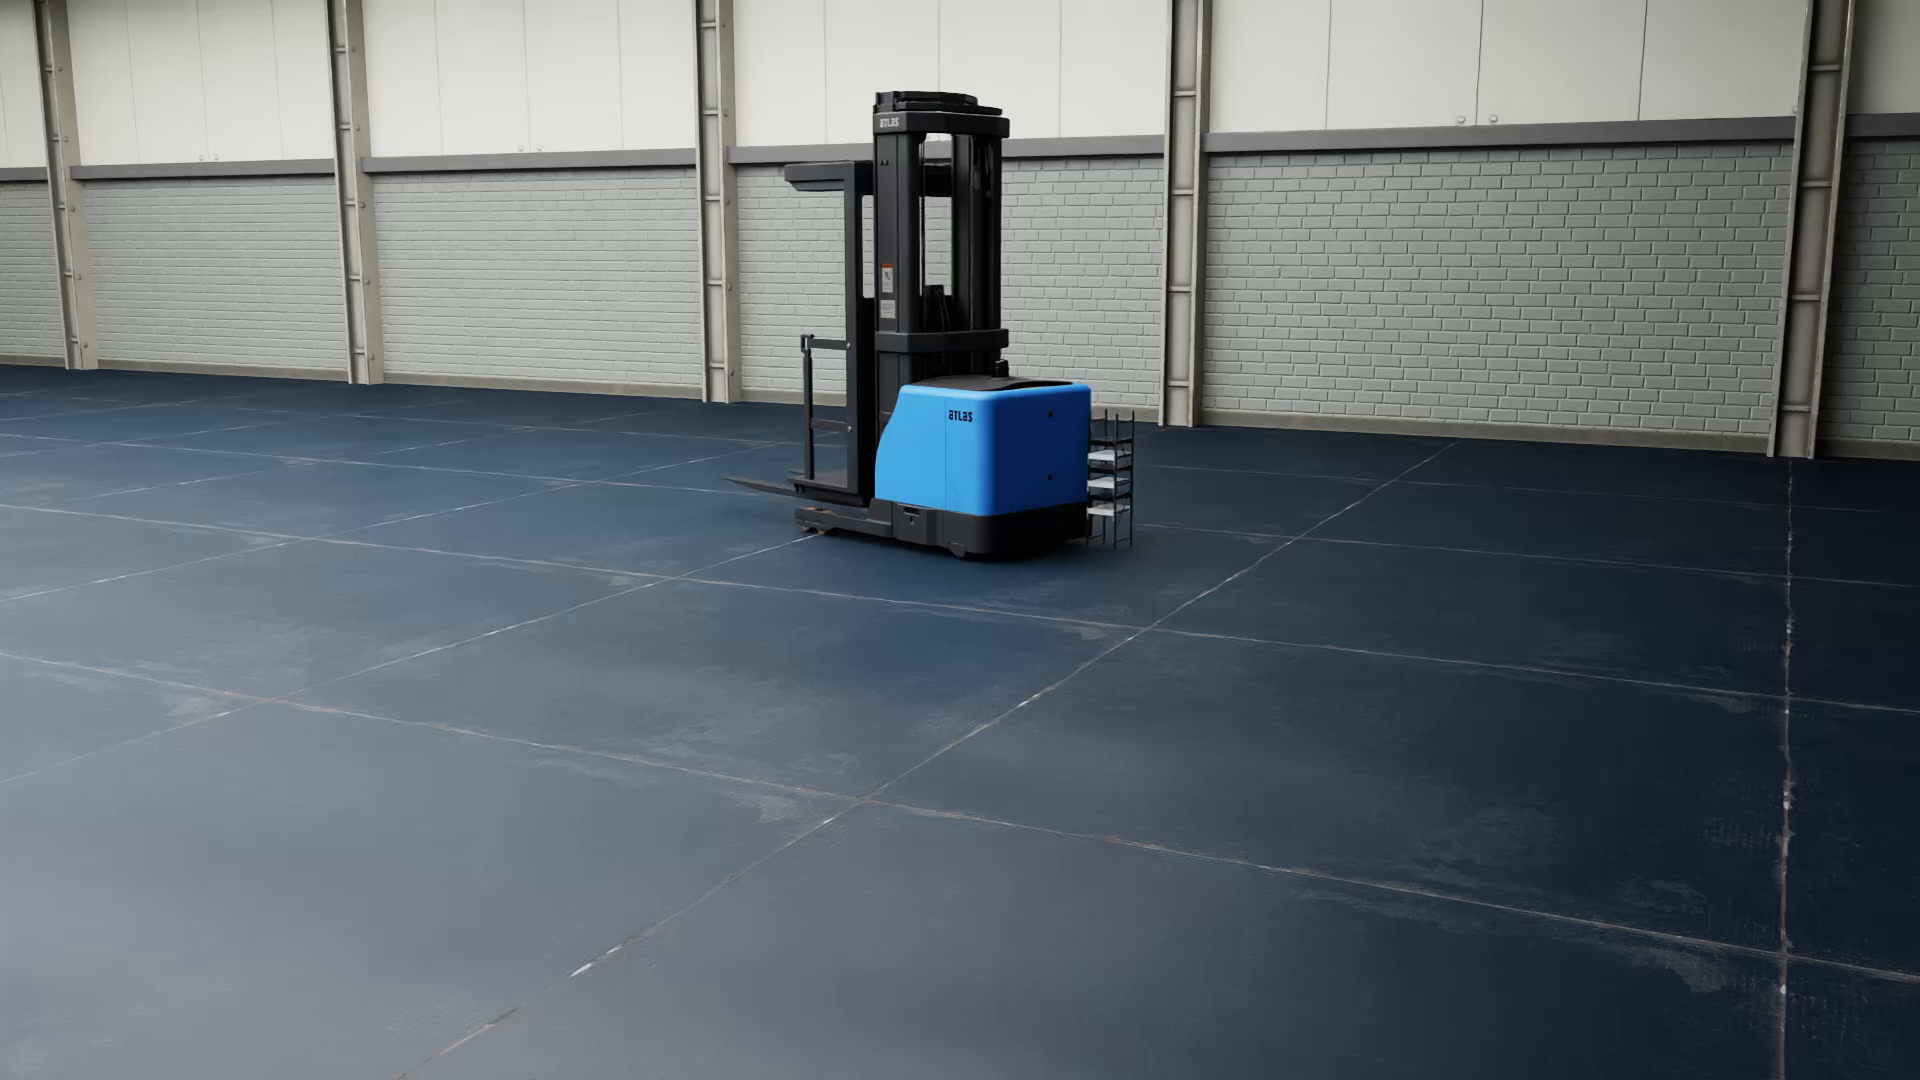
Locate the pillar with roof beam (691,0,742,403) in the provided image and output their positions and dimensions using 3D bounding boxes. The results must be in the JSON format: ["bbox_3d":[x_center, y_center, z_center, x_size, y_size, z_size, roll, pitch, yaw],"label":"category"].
[{"bbox_3d":[-4.878,-5.476,16.217,0.400,9.000,9.100,5,11,26],"label":"pillar with roof beam"}]

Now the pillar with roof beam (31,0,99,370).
[{"bbox_3d":[-15.639,-6.421,21.442,0.400,9.000,9.100,5,11,26],"label":"pillar with roof beam"}]

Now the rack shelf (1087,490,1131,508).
[{"bbox_3d":[0.981,-0.270,10.889,0.200,0.077,0.258,7,12,34],"label":"rack shelf"}]

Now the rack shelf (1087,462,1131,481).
[{"bbox_3d":[0.981,-0.447,10.857,0.200,0.077,0.258,7,12,34],"label":"rack shelf"}]

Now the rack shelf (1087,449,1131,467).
[{"bbox_3d":[0.981,-0.536,10.841,0.200,0.077,0.258,7,12,34],"label":"rack shelf"}]

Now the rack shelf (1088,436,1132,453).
[{"bbox_3d":[0.981,-0.625,10.825,0.200,0.077,0.258,7,12,34],"label":"rack shelf"}]

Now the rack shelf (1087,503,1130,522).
[{"bbox_3d":[0.981,-0.182,10.905,0.200,0.077,0.258,7,12,34],"label":"rack shelf"}]

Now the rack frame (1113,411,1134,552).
[{"bbox_3d":[1.065,-0.381,10.810,0.006,0.900,0.240,7,12,34],"label":"rack frame"}]

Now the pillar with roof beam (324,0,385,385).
[{"bbox_3d":[-10.259,-5.948,18.829,0.400,9.000,9.100,5,11,26],"label":"pillar with roof beam"}]

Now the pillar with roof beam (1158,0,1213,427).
[{"bbox_3d":[0.503,-5.003,13.604,0.400,9.000,9.100,5,11,26],"label":"pillar with roof beam"}]

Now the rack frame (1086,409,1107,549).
[{"bbox_3d":[0.898,-0.402,10.924,0.006,0.900,0.240,7,12,34],"label":"rack frame"}]

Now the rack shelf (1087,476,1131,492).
[{"bbox_3d":[0.981,-0.359,10.873,0.200,0.077,0.258,7,12,34],"label":"rack shelf"}]

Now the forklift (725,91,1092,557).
[{"bbox_3d":[-0.502,-1.537,11.495,1.130,2.935,3.031,-10,14,-42],"label":"forklift"}]

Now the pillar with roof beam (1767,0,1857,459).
[{"bbox_3d":[5.883,-4.530,10.992,0.400,9.000,9.100,5,11,26],"label":"pillar with roof beam"}]

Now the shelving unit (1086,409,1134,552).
[{"bbox_3d":[0.981,-0.392,10.867,0.210,0.900,0.258,7,12,34],"label":"shelving unit"}]
